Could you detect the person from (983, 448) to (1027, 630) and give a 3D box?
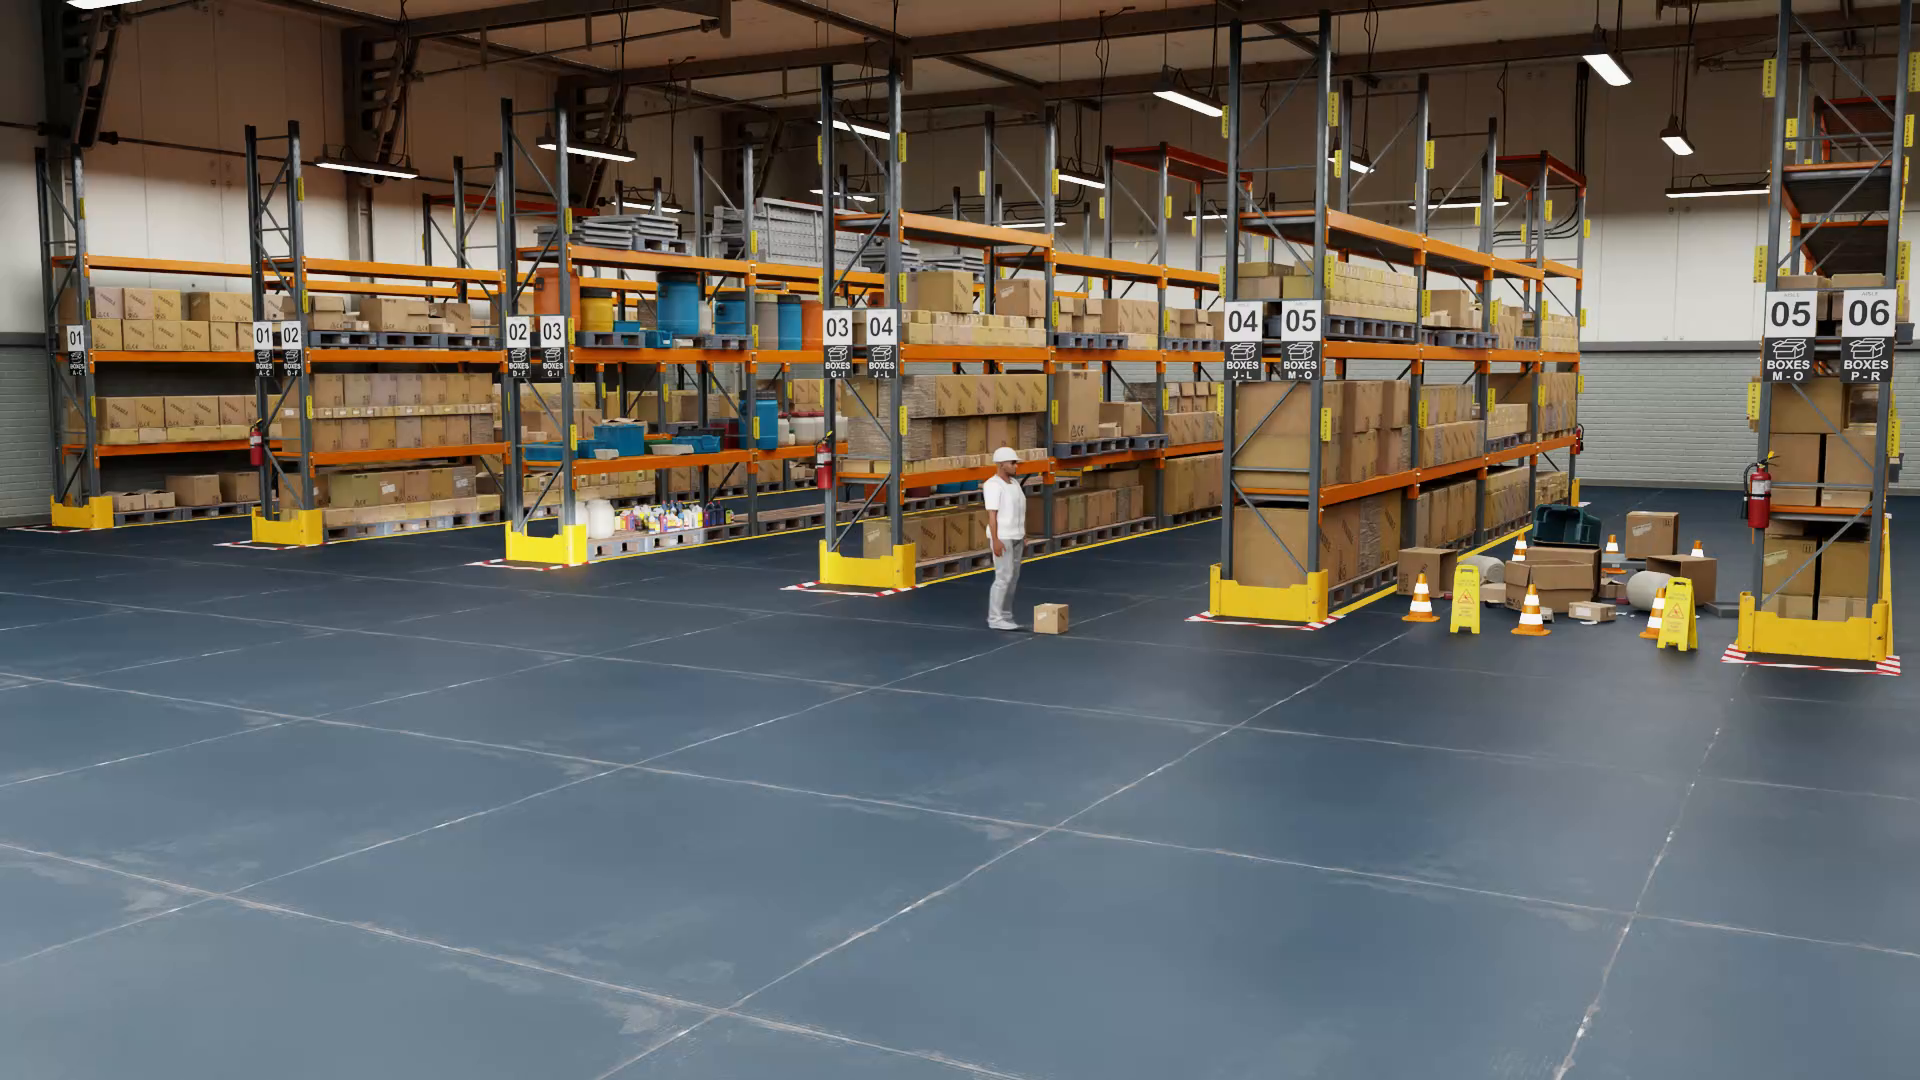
[{"bbox_3d":[0.461,-0.001,16.210,0.372,1.794,0.562,3,7,30],"label":"person"}]
